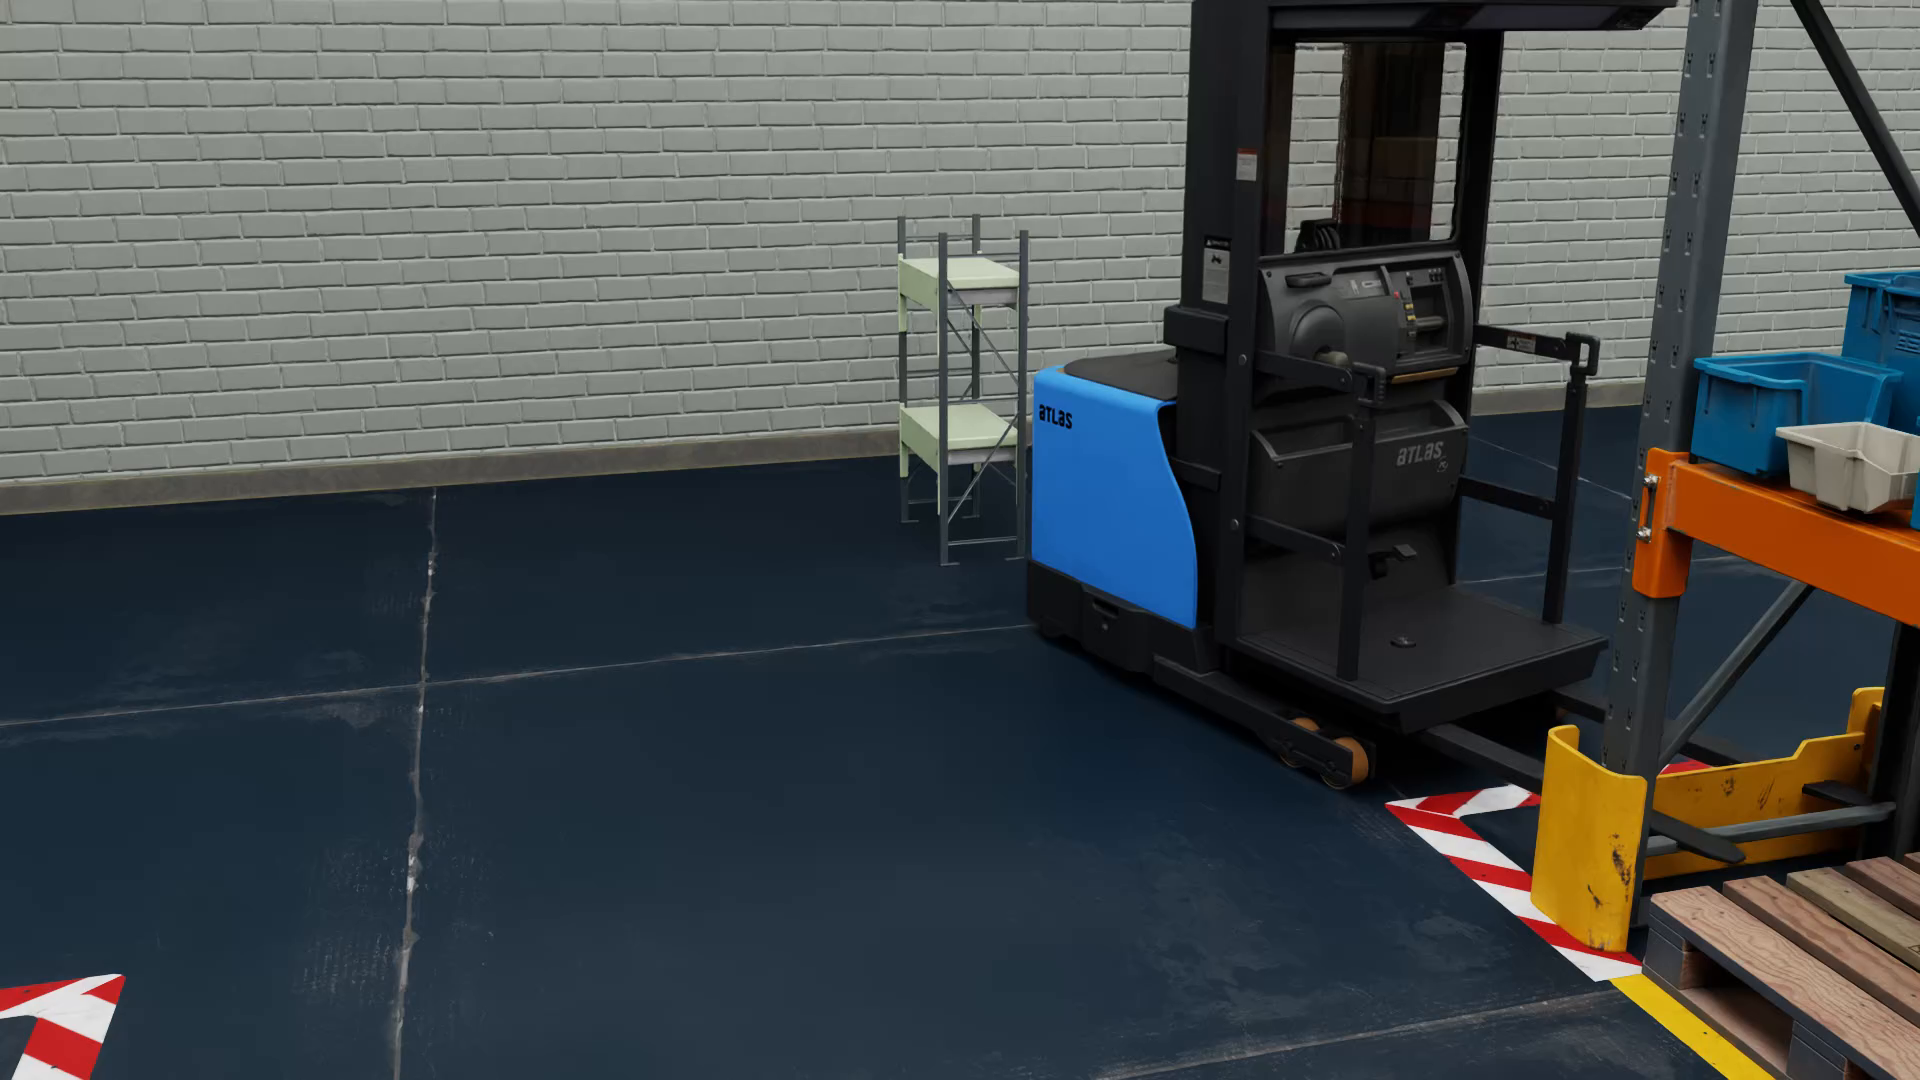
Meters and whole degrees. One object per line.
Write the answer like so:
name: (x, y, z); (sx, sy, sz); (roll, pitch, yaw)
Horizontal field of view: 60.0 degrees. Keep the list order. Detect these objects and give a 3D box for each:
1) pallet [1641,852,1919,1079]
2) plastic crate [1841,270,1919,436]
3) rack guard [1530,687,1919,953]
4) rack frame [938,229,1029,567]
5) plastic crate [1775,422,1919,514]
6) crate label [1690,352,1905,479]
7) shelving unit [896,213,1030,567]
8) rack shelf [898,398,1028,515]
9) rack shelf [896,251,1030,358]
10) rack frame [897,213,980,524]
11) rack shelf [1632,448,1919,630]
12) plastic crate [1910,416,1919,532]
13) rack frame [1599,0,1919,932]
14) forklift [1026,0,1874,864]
pallet: (2.386, 1.128, 3.830); (1.003, 0.211, 1.213); (-5, 17, -15)
plastic crate: (2.468, -0.406, 3.925); (0.616, 0.435, 0.499); (-5, 17, -15)
rack guard: (2.177, 0.753, 4.577); (1.175, 0.500, 0.348); (-5, 17, -15)
rack frame: (0.102, -0.615, 7.393); (0.400, 1.500, 0.023); (-5, 17, -15)
plastic crate: (1.956, -0.152, 3.597); (0.250, 0.136, 0.298); (-5, 17, -15)
crate label: (1.948, -0.293, 3.900); (0.416, 0.233, 0.303); (-5, 17, -15)
shelving unit: (0.002, -0.716, 7.730); (0.431, 1.500, 0.755); (-5, 17, -15)
rack shelf: (0.002, -0.404, 7.824); (0.431, 0.370, 0.720); (-5, 17, -15)
rack shelf: (0.002, -1.090, 7.618); (0.431, 0.370, 0.720); (-5, 17, -15)
rack frame: (-0.099, -0.818, 8.067); (0.400, 1.500, 0.023); (-5, 17, -15)
rack shelf: (2.746, 0.459, 2.460); (1.077, 0.370, 4.000); (-5, 17, -15)
plastic crate: (2.129, -0.111, 3.294); (0.416, 0.233, 0.300); (-5, 17, -15)
rack frame: (2.196, -0.439, 4.198); (1.000, 3.000, 0.127); (-5, 17, -15)
forklift: (1.489, -0.762, 5.394); (1.130, 2.935, 3.031); (-11, 20, -31)
